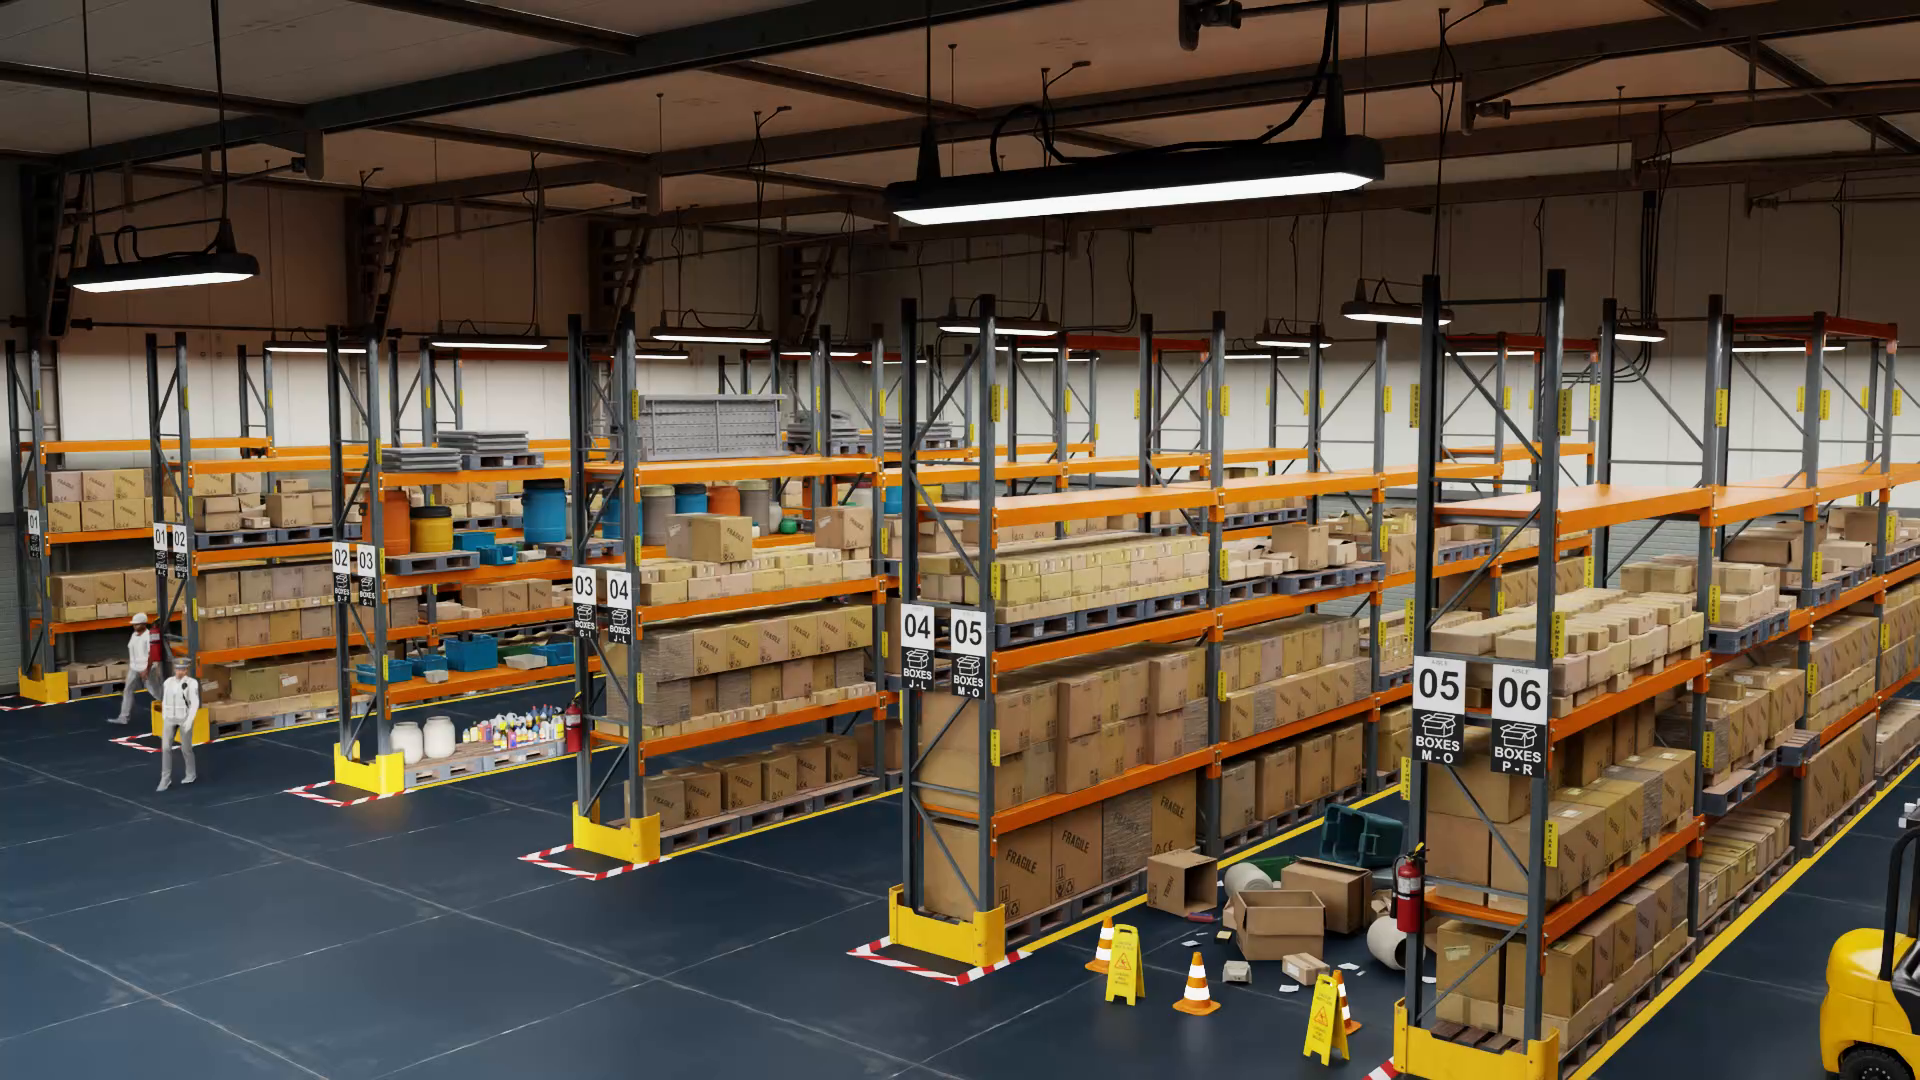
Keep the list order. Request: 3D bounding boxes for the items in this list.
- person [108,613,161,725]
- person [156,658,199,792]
[{"bbox_3d":[-12.694,1.994,25.819,0.573,1.738,0.935,2,6,24],"label":"person"},{"bbox_3d":[-10.222,2.404,21.704,0.511,1.700,0.609,0,5,-4],"label":"person"}]
